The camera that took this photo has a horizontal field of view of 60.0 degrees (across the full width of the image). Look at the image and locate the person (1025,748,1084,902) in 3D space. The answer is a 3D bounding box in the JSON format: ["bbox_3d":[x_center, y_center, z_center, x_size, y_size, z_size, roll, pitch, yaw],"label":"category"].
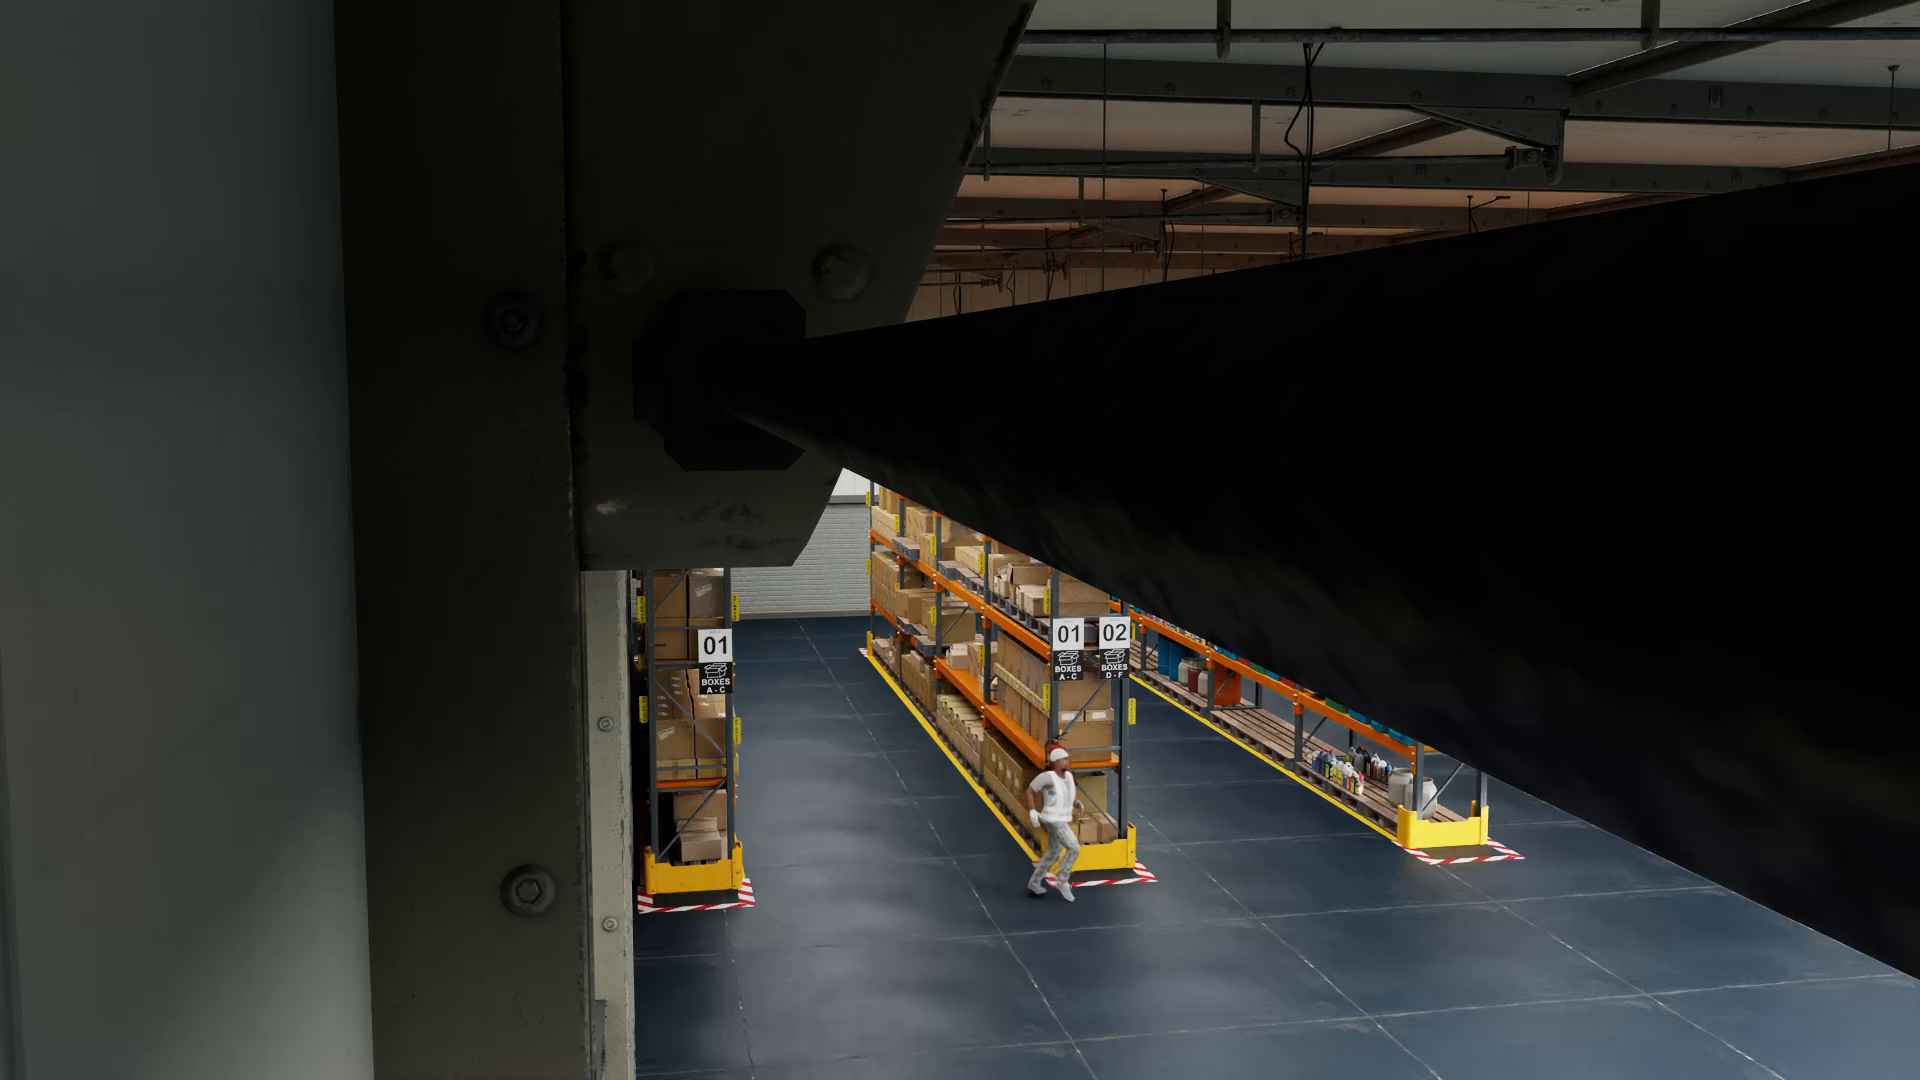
[{"bbox_3d":[1.186,3.371,19.900,0.684,1.744,0.701,3,7,30],"label":"person"}]
